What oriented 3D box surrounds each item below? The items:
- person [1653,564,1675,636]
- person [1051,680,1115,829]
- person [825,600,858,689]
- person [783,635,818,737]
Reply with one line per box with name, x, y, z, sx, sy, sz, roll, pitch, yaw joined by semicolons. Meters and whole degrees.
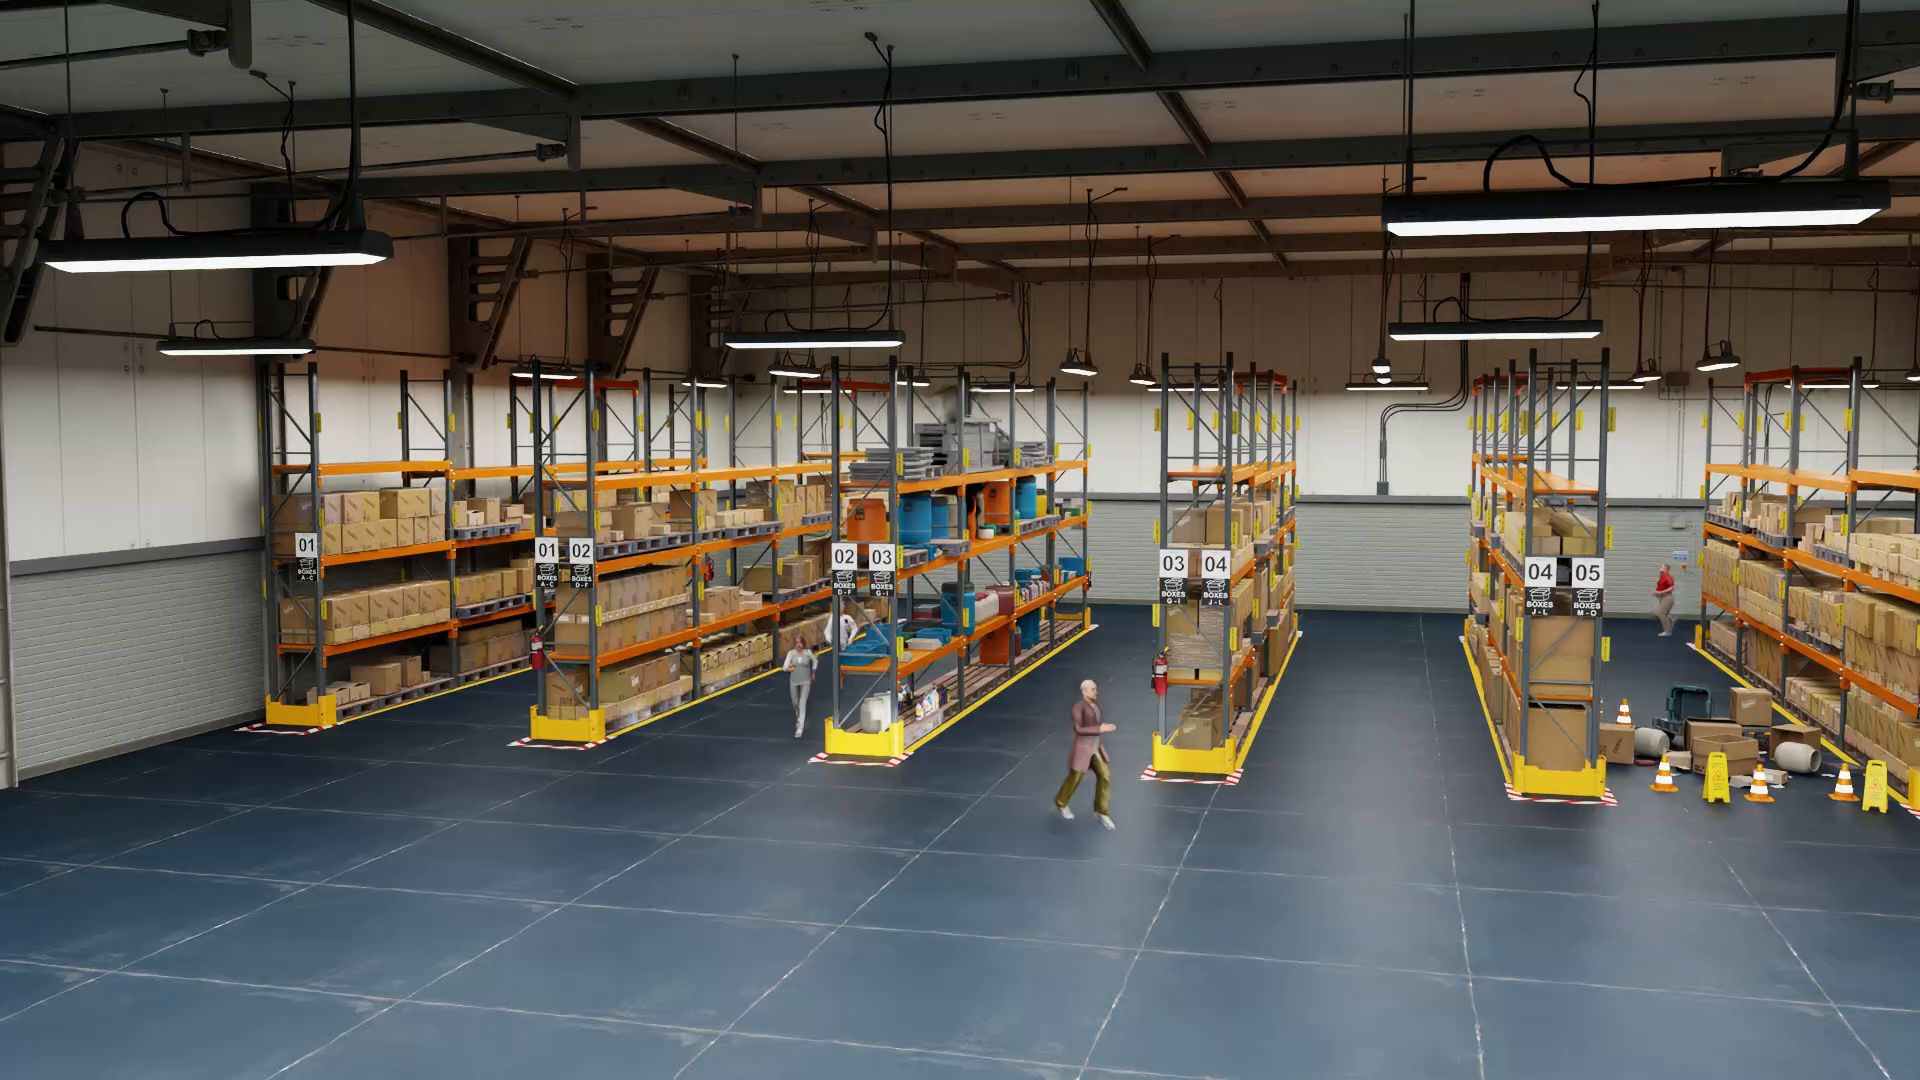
person;16.575;1.412;39.121;0.629;1.697;0.649;0;4;4
person;1.550;2.649;20.705;0.950;1.841;0.674;4;5;42
person;-2.251;1.970;31.532;0.629;1.680;0.677;0;4;3
person;-2.560;2.321;26.654;0.537;1.560;0.881;0;4;2
